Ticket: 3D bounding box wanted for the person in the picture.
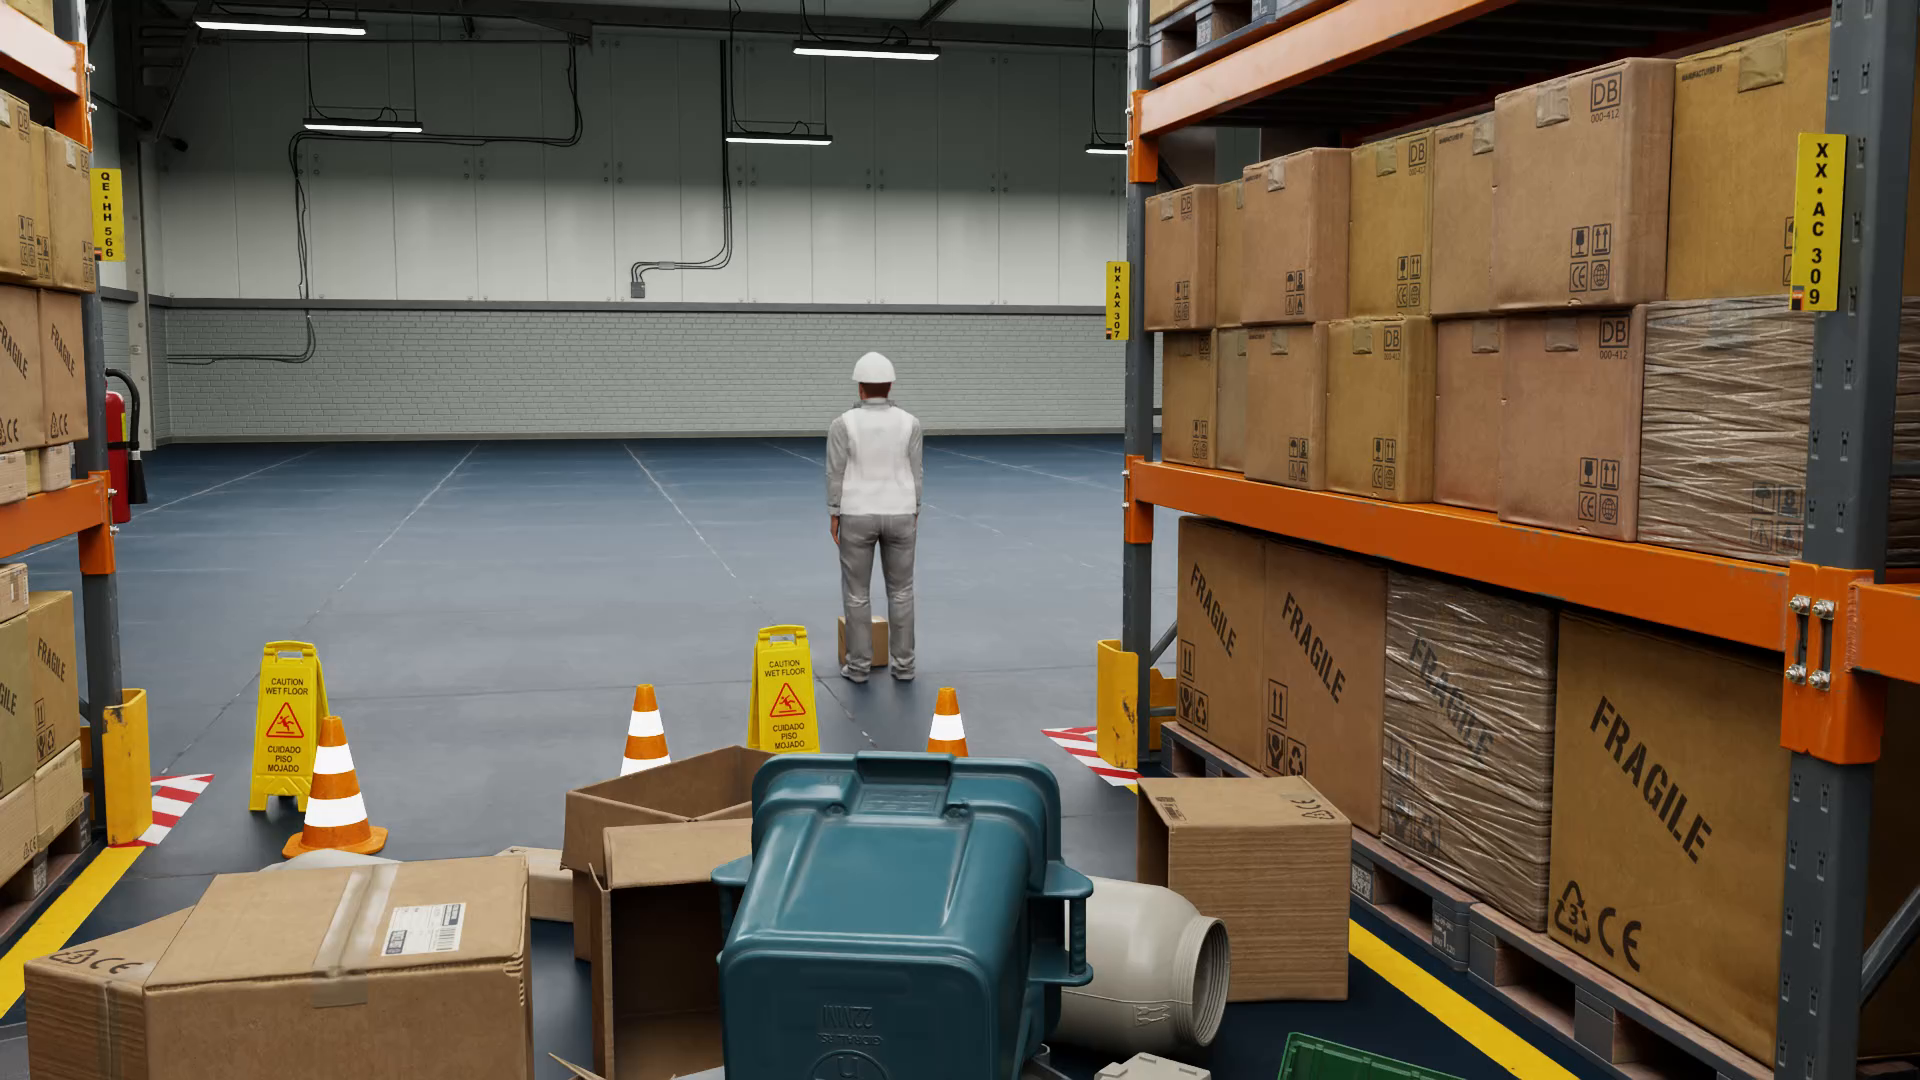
[{"bbox_3d":[-0.467,-0.123,9.002,0.533,1.768,0.360,-1,6,-12],"label":"person"}]
